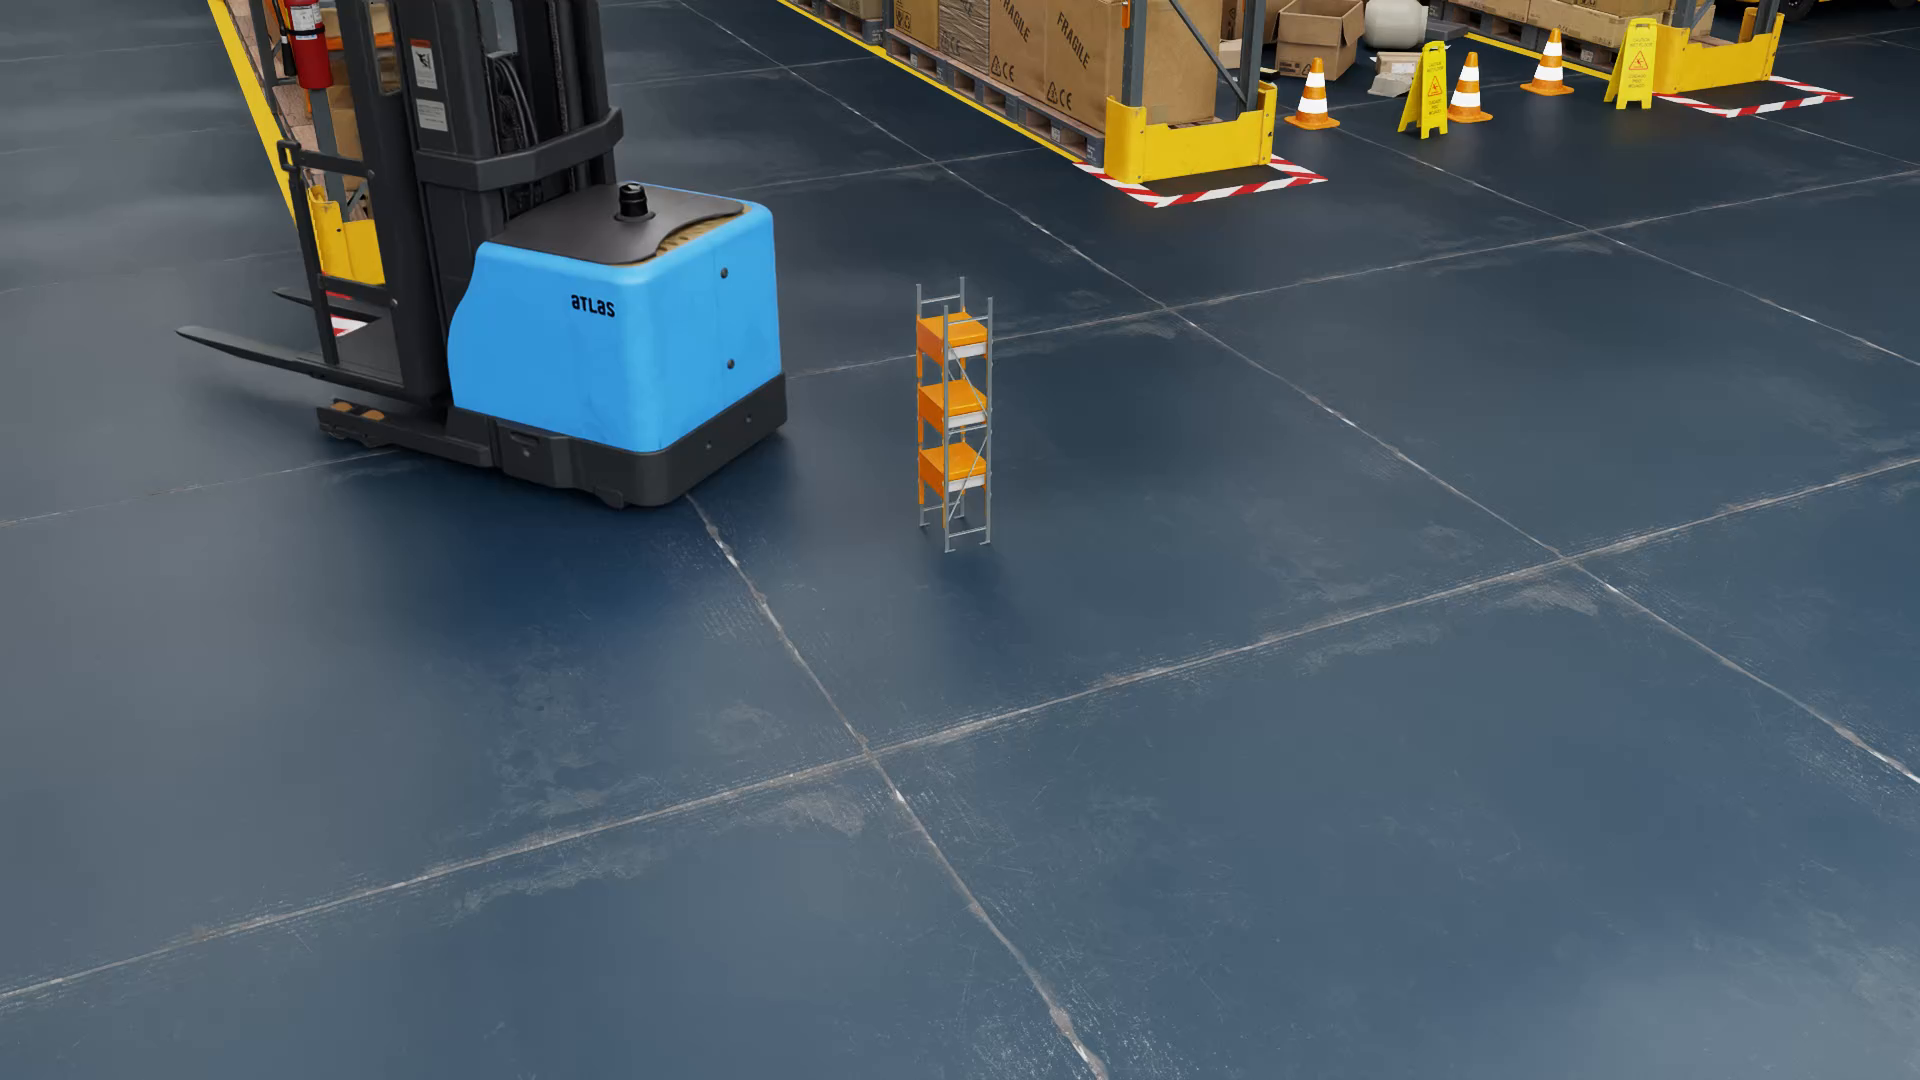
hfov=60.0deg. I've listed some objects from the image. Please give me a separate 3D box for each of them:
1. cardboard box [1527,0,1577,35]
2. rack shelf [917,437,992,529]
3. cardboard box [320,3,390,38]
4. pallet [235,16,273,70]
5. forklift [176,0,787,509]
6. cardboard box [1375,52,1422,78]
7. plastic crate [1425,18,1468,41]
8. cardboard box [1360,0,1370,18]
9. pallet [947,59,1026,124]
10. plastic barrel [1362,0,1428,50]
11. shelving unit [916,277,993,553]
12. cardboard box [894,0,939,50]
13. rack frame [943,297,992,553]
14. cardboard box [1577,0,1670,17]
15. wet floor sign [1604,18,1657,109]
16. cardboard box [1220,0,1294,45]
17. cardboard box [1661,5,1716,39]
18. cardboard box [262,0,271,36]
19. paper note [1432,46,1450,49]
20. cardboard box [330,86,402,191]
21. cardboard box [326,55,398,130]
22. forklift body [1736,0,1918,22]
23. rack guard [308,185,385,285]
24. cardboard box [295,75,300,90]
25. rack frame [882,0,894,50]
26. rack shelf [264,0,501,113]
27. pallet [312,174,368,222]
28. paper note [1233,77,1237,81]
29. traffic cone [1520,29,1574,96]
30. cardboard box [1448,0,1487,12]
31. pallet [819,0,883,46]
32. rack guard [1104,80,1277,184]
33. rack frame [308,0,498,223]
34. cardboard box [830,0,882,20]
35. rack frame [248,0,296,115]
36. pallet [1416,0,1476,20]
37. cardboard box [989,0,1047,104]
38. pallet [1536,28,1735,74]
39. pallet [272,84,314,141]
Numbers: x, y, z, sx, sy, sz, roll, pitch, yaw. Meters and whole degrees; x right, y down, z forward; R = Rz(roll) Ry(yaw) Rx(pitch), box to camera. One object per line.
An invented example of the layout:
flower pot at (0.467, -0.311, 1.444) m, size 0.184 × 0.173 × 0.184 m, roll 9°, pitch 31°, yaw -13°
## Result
cardboard box at (5.154, -4.443, 13.989) m, size 0.500 × 0.250 × 0.500 m, roll -13°, pitch 32°, yaw -22°
rack shelf at (-0.023, -0.230, 6.676) m, size 0.215 × 0.259 × 0.240 m, roll -13°, pitch 32°, yaw -22°
cardboard box at (-3.300, -2.820, 8.970) m, size 0.380 × 0.149 × 0.250 m, roll -13°, pitch 32°, yaw -22°
pallet at (-5.571, -4.281, 14.169) m, size 1.003 × 0.211 × 1.213 m, roll -13°, pitch 32°, yaw -22°
forklift at (-2.335, -1.906, 7.152) m, size 3.031 × 2.935 × 1.130 m, roll 14°, pitch 32°, yaw 24°
cardboard box at (3.573, -3.839, 13.445) m, size 0.380 × 0.149 × 0.250 m, roll 2°, pitch 29°, yaw 4°
plastic crate at (4.176, -4.556, 14.793) m, size 0.583 × 0.080 × 0.402 m, roll 26°, pitch 38°, yaw 38°
cardboard box at (3.473, -4.847, 14.880) m, size 0.500 × 0.500 × 0.500 m, roll 7°, pitch 30°, yaw 13°
pallet at (0.598, -3.503, 12.781) m, size 1.003 × 0.211 × 1.213 m, roll -13°, pitch 32°, yaw -22°
plastic barrel at (3.705, -4.399, 14.162) m, size 0.512 × 0.421 × 0.421 m, roll 7°, pitch 30°, yaw 13°
shelving unit at (-0.023, -0.482, 6.535) m, size 0.215 × 1.050 × 0.252 m, roll -13°, pitch 32°, yaw -22°
cardboard box at (0.022, -4.575, 13.585) m, size 0.875 × 0.875 × 0.875 m, roll -13°, pitch 32°, yaw -21°
rack frame at (0.029, -0.428, 6.439) m, size 0.200 × 1.050 × 0.008 m, roll -13°, pitch 32°, yaw -22°
cardboard box at (5.380, -4.538, 13.392) m, size 0.500 × 0.500 × 0.500 m, roll -13°, pitch 32°, yaw -22°
wet floor sign at (5.075, -3.593, 12.497) m, size 0.267 × 0.644 × 0.232 m, roll -3°, pitch 29°, yaw -5°
cardboard box at (2.510, -4.554, 14.218) m, size 0.797 × 0.637 × 0.503 m, roll -13°, pitch 32°, yaw -22°
cardboard box at (5.863, -4.326, 13.781) m, size 0.500 × 0.250 × 0.500 m, roll -13°, pitch 32°, yaw -22°
cardboard box at (-5.381, -4.453, 13.731) m, size 0.700 × 0.500 × 0.500 m, roll -16°, pitch 33°, yaw -26°
paper note at (4.114, -4.239, 14.278) m, size 0.148 × 0.019 × 0.142 m, roll 26°, pitch 38°, yaw 38°
cardboard box at (-3.532, -2.476, 10.226) m, size 0.500 × 0.500 × 0.500 m, roll -5°, pitch 30°, yaw -9°
cardboard box at (-3.982, -3.013, 11.183) m, size 0.500 × 0.500 × 0.500 m, roll -16°, pitch 33°, yaw -26°
forklift body at (7.979, -6.056, 15.352) m, size 2.313 × 2.155 × 1.214 m, roll -13°, pitch 32°, yaw -22°
rack guard at (-3.024, -1.791, 9.432) m, size 1.175 × 0.500 × 0.348 m, roll -13°, pitch 32°, yaw -22°
cardboard box at (-4.573, -3.522, 12.091) m, size 0.500 × 0.500 × 0.500 m, roll -14°, pitch 32°, yaw -23°
rack frame at (-0.185, -5.611, 13.690) m, size 1.000 × 3.000 × 0.127 m, roll -13°, pitch 32°, yaw -22°
rack shelf at (-3.850, -3.417, 10.512) m, size 1.077 × 0.370 × 4.000 m, roll -13°, pitch 32°, yaw -22°
pallet at (-3.340, -2.031, 10.156) m, size 1.003 × 0.211 × 1.213 m, roll -13°, pitch 32°, yaw -22°
paper note at (2.205, -3.694, 13.327) m, size 0.032 × 0.001 × 0.123 m, roll 2°, pitch 29°, yaw 4°
traffic cone at (4.610, -3.741, 12.948) m, size 0.336 × 0.463 × 0.334 m, roll -13°, pitch 32°, yaw -22°
cardboard box at (4.721, -4.894, 14.793) m, size 0.500 × 0.250 × 0.500 m, roll -14°, pitch 32°, yaw -23°
pallet at (-0.584, -4.720, 14.951) m, size 1.003 × 0.211 × 1.213 m, roll -13°, pitch 32°, yaw -22°
rack guard at (1.542, -2.743, 11.131) m, size 1.175 × 0.500 × 0.348 m, roll -13°, pitch 32°, yaw -22°
rack frame at (-2.991, -2.847, 8.761) m, size 1.000 × 3.000 × 0.127 m, roll -13°, pitch 32°, yaw -22°
cardboard box at (-0.533, -5.068, 14.592) m, size 1.050 × 0.750 × 0.750 m, roll -13°, pitch 32°, yaw -22°
rack frame at (-4.708, -4.614, 11.912) m, size 1.000 × 3.000 × 0.127 m, roll -13°, pitch 32°, yaw -22°
pallet at (4.562, -5.190, 15.789) m, size 1.003 × 0.211 × 1.213 m, roll -13°, pitch 32°, yaw -22°
cardboard box at (0.802, -3.775, 12.157) m, size 0.875 × 0.875 × 0.875 m, roll -14°, pitch 32°, yaw -23°
pallet at (5.610, -4.112, 13.867) m, size 1.003 × 0.211 × 1.213 m, roll -13°, pitch 32°, yaw -22°
pallet at (-4.388, -3.109, 12.078) m, size 1.003 × 0.211 × 1.213 m, roll -13°, pitch 32°, yaw -22°
